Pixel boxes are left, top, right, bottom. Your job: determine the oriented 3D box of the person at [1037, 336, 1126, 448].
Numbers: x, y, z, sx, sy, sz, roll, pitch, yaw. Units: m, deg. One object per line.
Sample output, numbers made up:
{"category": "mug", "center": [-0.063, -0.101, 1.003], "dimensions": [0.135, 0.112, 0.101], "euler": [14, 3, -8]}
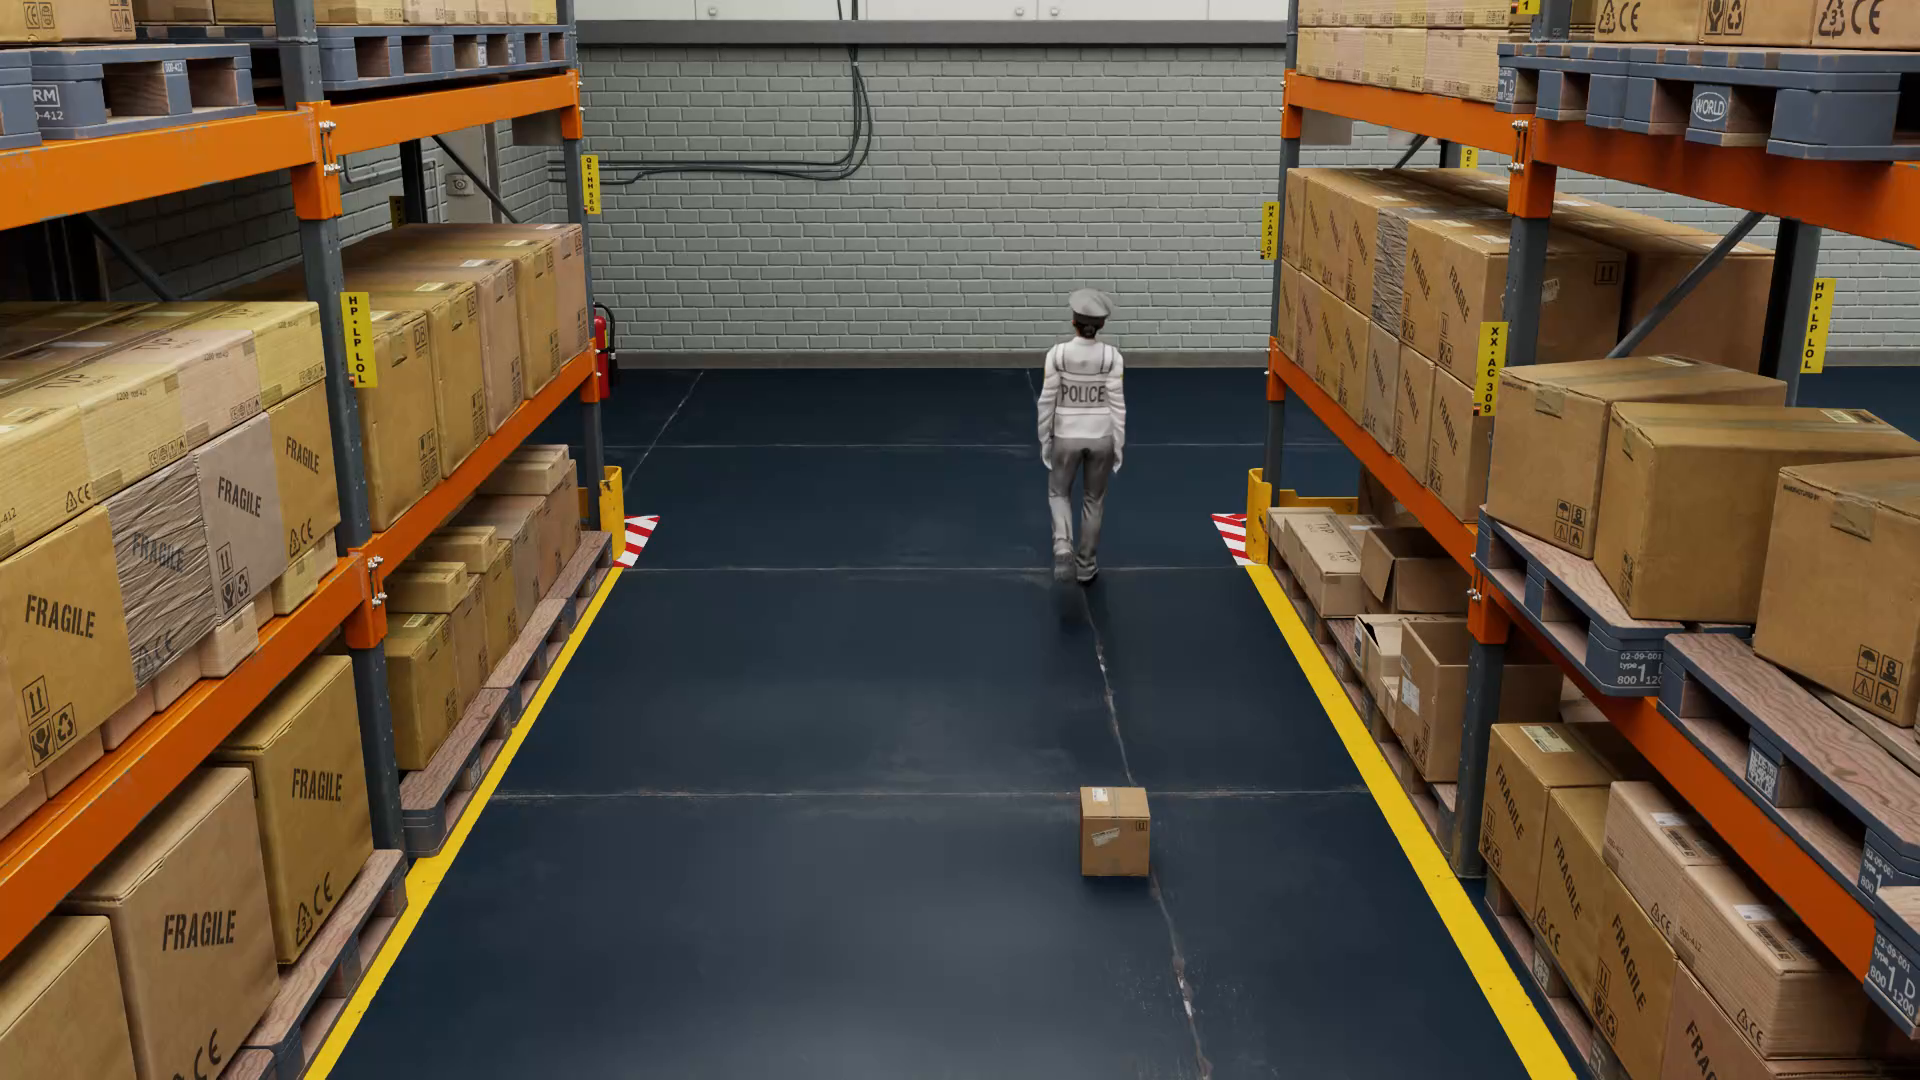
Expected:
{"category": "person", "center": [0.670, -0.822, 9.149], "dimensions": [0.486, 0.618, 0.301], "euler": [1, 17, 5]}
